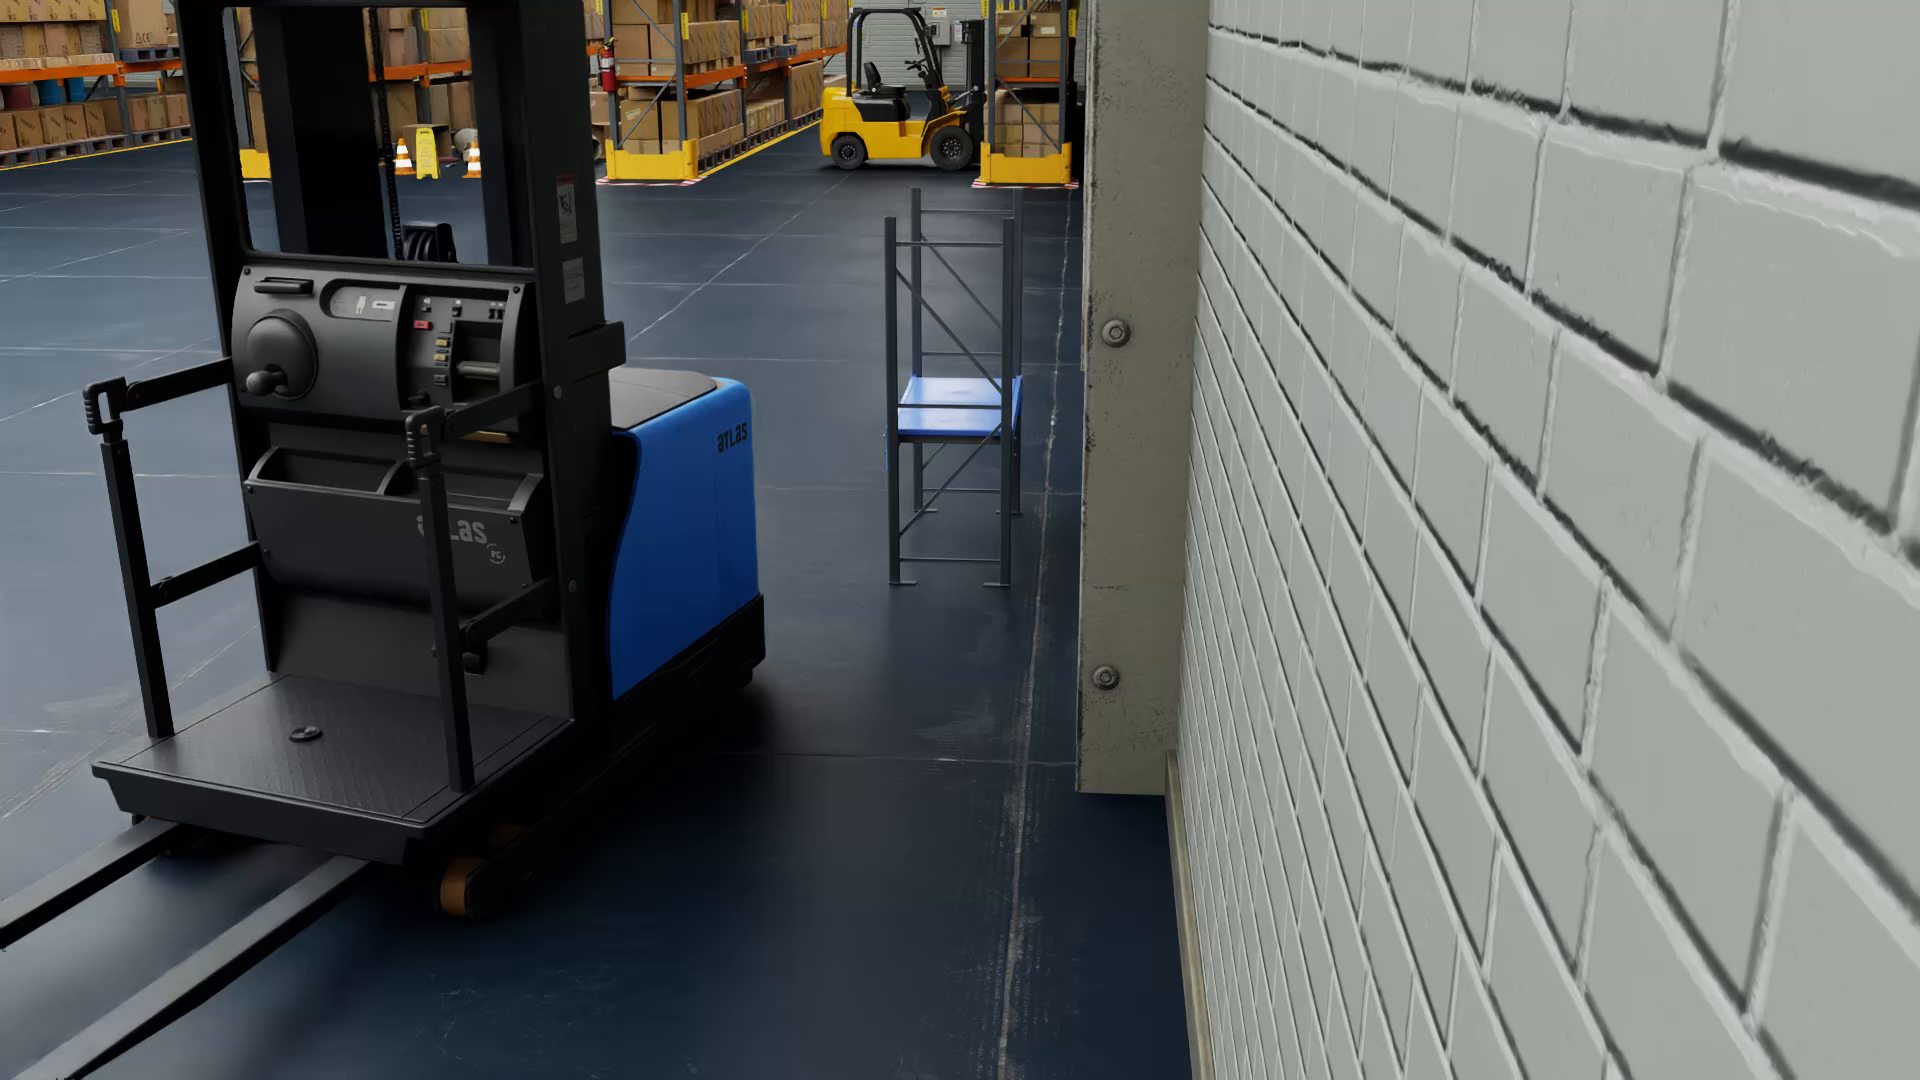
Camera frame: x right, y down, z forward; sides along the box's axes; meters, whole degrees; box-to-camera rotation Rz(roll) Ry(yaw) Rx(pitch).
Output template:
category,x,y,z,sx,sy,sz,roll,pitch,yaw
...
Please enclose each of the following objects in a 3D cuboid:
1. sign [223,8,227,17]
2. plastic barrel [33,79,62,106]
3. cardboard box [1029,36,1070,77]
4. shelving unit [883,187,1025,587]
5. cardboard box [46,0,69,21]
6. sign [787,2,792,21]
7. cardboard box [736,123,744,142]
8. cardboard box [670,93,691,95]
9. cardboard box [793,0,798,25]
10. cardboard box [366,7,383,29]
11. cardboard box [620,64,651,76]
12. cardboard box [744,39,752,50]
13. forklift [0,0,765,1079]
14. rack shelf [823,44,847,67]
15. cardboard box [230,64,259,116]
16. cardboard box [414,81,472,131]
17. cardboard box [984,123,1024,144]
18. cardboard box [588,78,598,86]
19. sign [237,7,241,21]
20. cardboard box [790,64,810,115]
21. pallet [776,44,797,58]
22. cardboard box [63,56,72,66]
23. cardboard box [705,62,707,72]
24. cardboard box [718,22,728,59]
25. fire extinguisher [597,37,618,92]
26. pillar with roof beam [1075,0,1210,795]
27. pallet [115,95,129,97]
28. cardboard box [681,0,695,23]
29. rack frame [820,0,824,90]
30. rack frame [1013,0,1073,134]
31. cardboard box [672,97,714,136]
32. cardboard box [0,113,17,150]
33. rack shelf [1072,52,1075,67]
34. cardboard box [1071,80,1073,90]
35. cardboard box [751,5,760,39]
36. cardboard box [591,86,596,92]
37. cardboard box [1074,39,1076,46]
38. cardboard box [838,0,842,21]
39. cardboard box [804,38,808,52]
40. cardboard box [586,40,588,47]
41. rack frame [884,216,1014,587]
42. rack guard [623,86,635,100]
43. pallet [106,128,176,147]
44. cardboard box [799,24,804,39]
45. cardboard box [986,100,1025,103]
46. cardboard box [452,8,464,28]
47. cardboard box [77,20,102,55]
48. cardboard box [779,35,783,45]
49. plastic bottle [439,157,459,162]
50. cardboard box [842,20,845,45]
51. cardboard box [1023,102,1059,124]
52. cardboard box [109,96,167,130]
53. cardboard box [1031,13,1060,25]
category,x,y,z,sx,sy,sz,roll,pitch,yaw
sign,-9.574,-6.976,21.657,0.100,0.325,0.005,1,18,4
plastic barrel,-18.160,-9.091,33.045,0.600,0.901,0.708,1,18,4
cardboard box,1.175,-6.304,21.683,0.500,0.500,0.500,2,18,6
shelving unit,-0.006,-0.686,7.109,0.538,1.500,1.048,1,18,4
cardboard box,-13.516,-7.889,24.438,0.500,0.500,0.500,1,18,4
sign,-2.974,-9.206,28.969,0.100,0.325,0.005,1,18,4
cardboard box,-3.577,-6.164,25.158,0.500,0.250,0.500,2,18,6
cardboard box,-4.179,-6.205,24.079,0.500,0.500,0.500,2,18,7
cardboard box,-3.210,-9.527,29.916,0.500,0.500,0.500,1,18,4
cardboard box,-8.907,-7.672,24.045,0.875,0.550,0.550,1,18,4
cardboard box,-4.276,-6.220,21.991,0.380,0.149,0.250,2,18,6
cardboard box,-3.448,-7.705,25.850,0.380,0.149,0.250,2,18,5
forklift,-1.665,-0.537,4.356,1.130,2.935,3.031,6,19,19
rack shelf,-3.085,-10.224,34.964,1.077,0.370,4.000,1,18,4
cardboard box,-13.330,-8.328,30.758,1.225,0.875,0.875,0,18,1
cardboard box,-8.719,-7.164,27.409,1.050,0.750,0.750,1,18,4
cardboard box,0.585,-5.397,22.015,0.500,0.250,0.500,1,18,3
cardboard box,-7.798,-9.577,34.781,0.380,0.149,0.250,2,18,5
sign,-12.858,-9.427,29.644,0.100,0.325,0.005,1,18,4
cardboard box,-3.315,-8.382,30.925,0.875,0.875,0.875,2,18,5
pallet,-3.460,-8.388,28.512,1.213,0.211,1.003,1,18,4
cardboard box,-13.570,-7.180,24.923,0.380,0.149,0.250,1,18,4
cardboard box,-3.705,-6.518,22.901,0.380,0.149,0.250,2,18,5
cardboard box,-3.649,-7.184,23.893,0.500,0.500,0.500,2,18,5
fire extinguisher,-4.557,-6.156,21.517,0.296,0.674,0.183,1,18,4
pillar with roof beam,-3.773,-3.661,4.144,9.100,9.000,0.400,1,18,4
pallet,-17.955,-9.561,36.262,1.003,0.211,1.213,1,18,4
cardboard box,-4.118,-7.515,23.297,0.700,0.500,0.500,1,18,4
rack frame,-3.229,-9.945,32.957,1.000,3.000,0.127,1,18,4
rack frame,1.436,-8.593,28.831,1.000,3.000,0.127,1,18,4
cardboard box,-3.721,-5.882,23.093,0.500,0.500,0.500,1,18,2
cardboard box,-13.903,-5.831,23.741,0.500,0.500,0.500,6,19,18
rack shelf,1.579,-8.872,30.838,1.077,0.370,4.000,1,18,4
cardboard box,1.830,-8.150,29.776,0.380,0.149,0.250,2,18,6
cardboard box,-3.447,-8.144,26.146,0.500,0.500,0.500,1,18,4
cardboard box,-7.853,-9.442,34.846,0.380,0.149,0.250,2,18,6
cardboard box,2.231,-10.447,34.890,0.380,0.149,0.250,1,18,4
cardboard box,-2.786,-11.238,35.138,0.500,0.500,0.500,1,18,4
cardboard box,-3.135,-9.254,31.088,0.500,0.250,0.500,1,18,4
cardboard box,-7.890,-10.236,34.247,0.380,0.149,0.250,0,18,1
rack frame,-0.043,-0.528,6.627,0.500,1.500,0.032,1,18,4
rack guard,-7.892,-10.055,37.307,1.175,0.500,0.348,1,18,4
pallet,-13.632,-6.598,27.221,1.003,0.211,1.213,1,18,4
cardboard box,-3.147,-9.336,30.536,0.500,0.250,0.500,1,18,4
cardboard box,0.615,-5.785,22.397,0.500,0.250,0.500,2,18,5
cardboard box,-8.608,-8.690,27.360,0.700,0.500,0.500,1,18,3
cardboard box,-13.781,-7.732,25.565,0.875,0.500,0.500,1,18,4
cardboard box,-3.225,-8.512,28.311,0.380,0.149,0.250,1,18,3
plastic bottle,-7.456,-5.552,24.269,0.283,0.061,0.133,-5,19,-15
cardboard box,-2.764,-10.924,35.782,0.500,0.500,0.500,1,18,3
cardboard box,1.085,-5.622,21.898,0.500,0.250,0.500,1,18,3
cardboard box,-13.568,-7.041,27.401,0.700,0.500,0.500,1,18,4
cardboard box,1.099,-6.705,21.389,0.380,0.149,0.250,1,18,3
